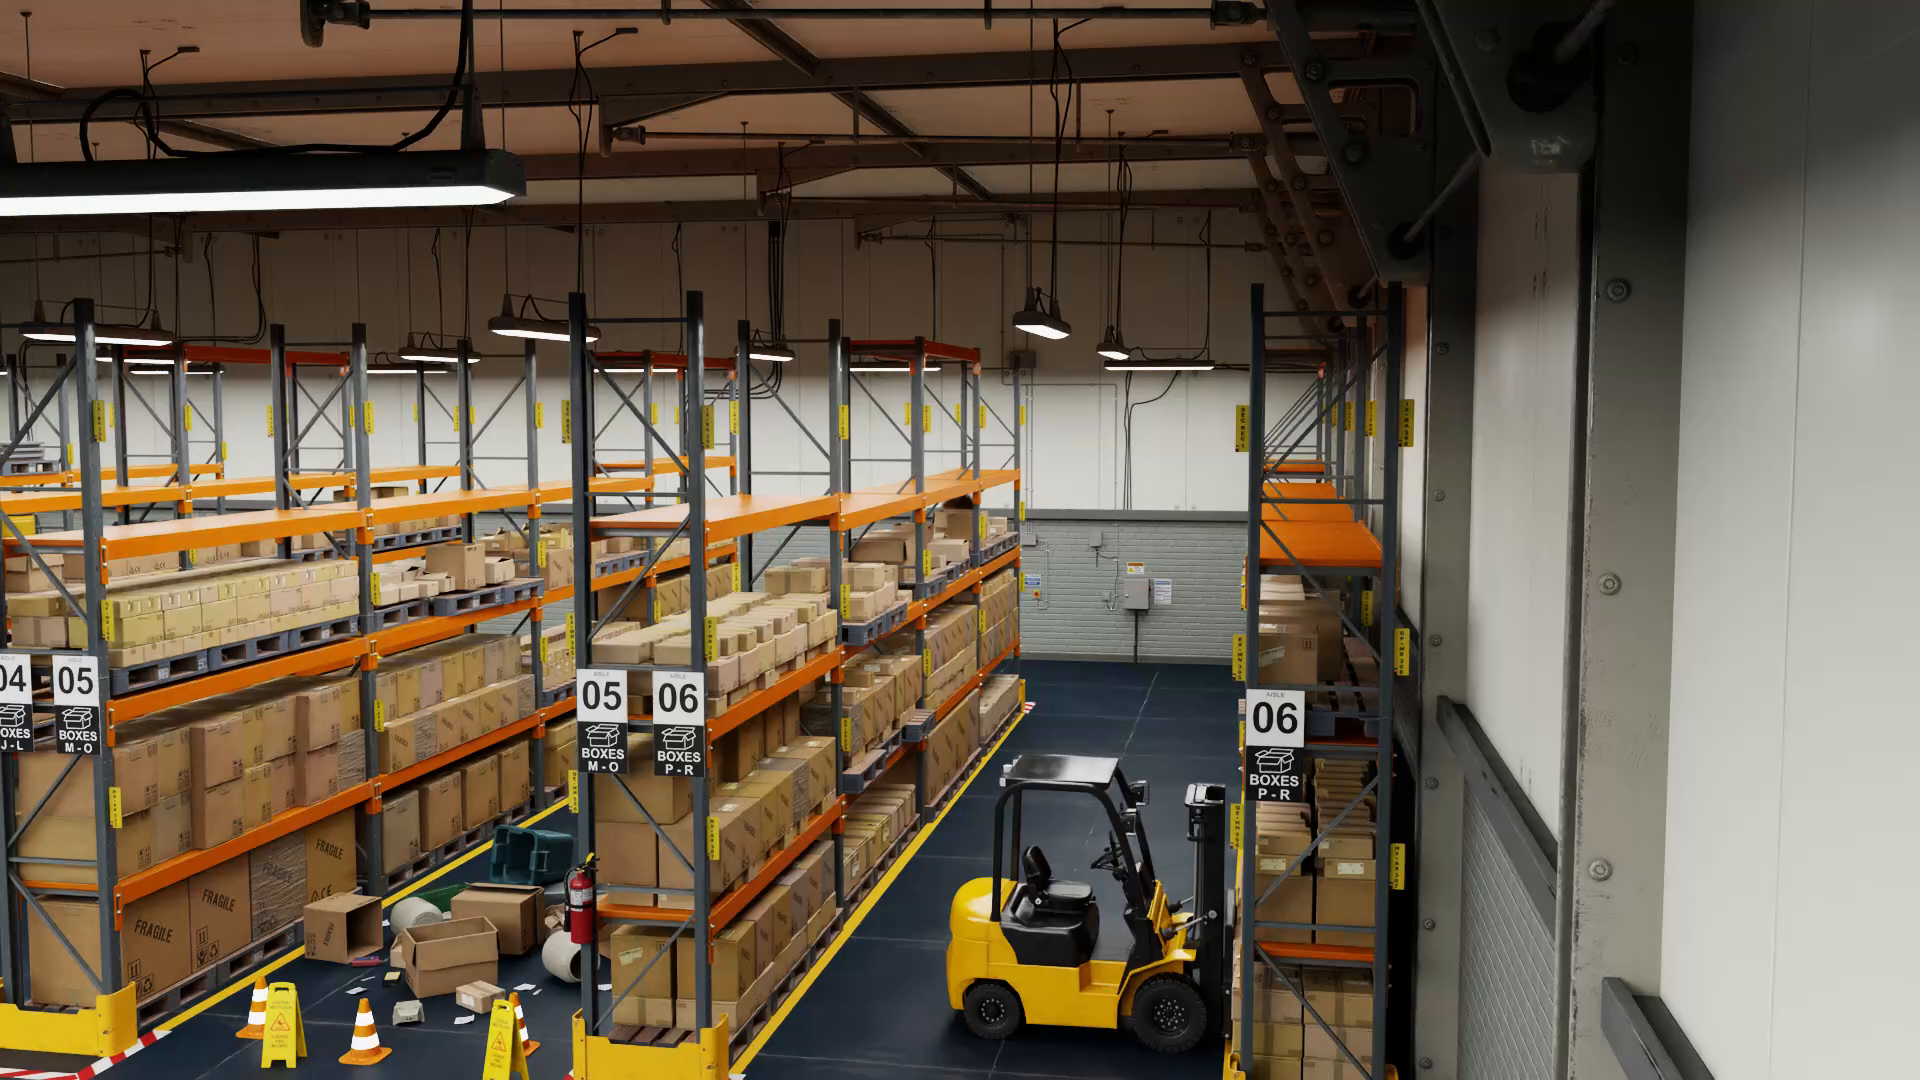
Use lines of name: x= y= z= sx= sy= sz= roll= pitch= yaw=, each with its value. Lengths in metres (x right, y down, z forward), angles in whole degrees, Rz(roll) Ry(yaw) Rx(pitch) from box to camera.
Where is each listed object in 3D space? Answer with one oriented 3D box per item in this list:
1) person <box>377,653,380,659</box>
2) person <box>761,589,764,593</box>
person: x=-8.172 y=2.431 z=23.204 sx=0.469 sy=1.786 sz=0.646 roll=3 pitch=6 yaw=34
person: x=-3.681 y=1.768 z=32.005 sx=0.520 sy=1.705 sz=0.434 roll=1 pitch=5 yaw=17
